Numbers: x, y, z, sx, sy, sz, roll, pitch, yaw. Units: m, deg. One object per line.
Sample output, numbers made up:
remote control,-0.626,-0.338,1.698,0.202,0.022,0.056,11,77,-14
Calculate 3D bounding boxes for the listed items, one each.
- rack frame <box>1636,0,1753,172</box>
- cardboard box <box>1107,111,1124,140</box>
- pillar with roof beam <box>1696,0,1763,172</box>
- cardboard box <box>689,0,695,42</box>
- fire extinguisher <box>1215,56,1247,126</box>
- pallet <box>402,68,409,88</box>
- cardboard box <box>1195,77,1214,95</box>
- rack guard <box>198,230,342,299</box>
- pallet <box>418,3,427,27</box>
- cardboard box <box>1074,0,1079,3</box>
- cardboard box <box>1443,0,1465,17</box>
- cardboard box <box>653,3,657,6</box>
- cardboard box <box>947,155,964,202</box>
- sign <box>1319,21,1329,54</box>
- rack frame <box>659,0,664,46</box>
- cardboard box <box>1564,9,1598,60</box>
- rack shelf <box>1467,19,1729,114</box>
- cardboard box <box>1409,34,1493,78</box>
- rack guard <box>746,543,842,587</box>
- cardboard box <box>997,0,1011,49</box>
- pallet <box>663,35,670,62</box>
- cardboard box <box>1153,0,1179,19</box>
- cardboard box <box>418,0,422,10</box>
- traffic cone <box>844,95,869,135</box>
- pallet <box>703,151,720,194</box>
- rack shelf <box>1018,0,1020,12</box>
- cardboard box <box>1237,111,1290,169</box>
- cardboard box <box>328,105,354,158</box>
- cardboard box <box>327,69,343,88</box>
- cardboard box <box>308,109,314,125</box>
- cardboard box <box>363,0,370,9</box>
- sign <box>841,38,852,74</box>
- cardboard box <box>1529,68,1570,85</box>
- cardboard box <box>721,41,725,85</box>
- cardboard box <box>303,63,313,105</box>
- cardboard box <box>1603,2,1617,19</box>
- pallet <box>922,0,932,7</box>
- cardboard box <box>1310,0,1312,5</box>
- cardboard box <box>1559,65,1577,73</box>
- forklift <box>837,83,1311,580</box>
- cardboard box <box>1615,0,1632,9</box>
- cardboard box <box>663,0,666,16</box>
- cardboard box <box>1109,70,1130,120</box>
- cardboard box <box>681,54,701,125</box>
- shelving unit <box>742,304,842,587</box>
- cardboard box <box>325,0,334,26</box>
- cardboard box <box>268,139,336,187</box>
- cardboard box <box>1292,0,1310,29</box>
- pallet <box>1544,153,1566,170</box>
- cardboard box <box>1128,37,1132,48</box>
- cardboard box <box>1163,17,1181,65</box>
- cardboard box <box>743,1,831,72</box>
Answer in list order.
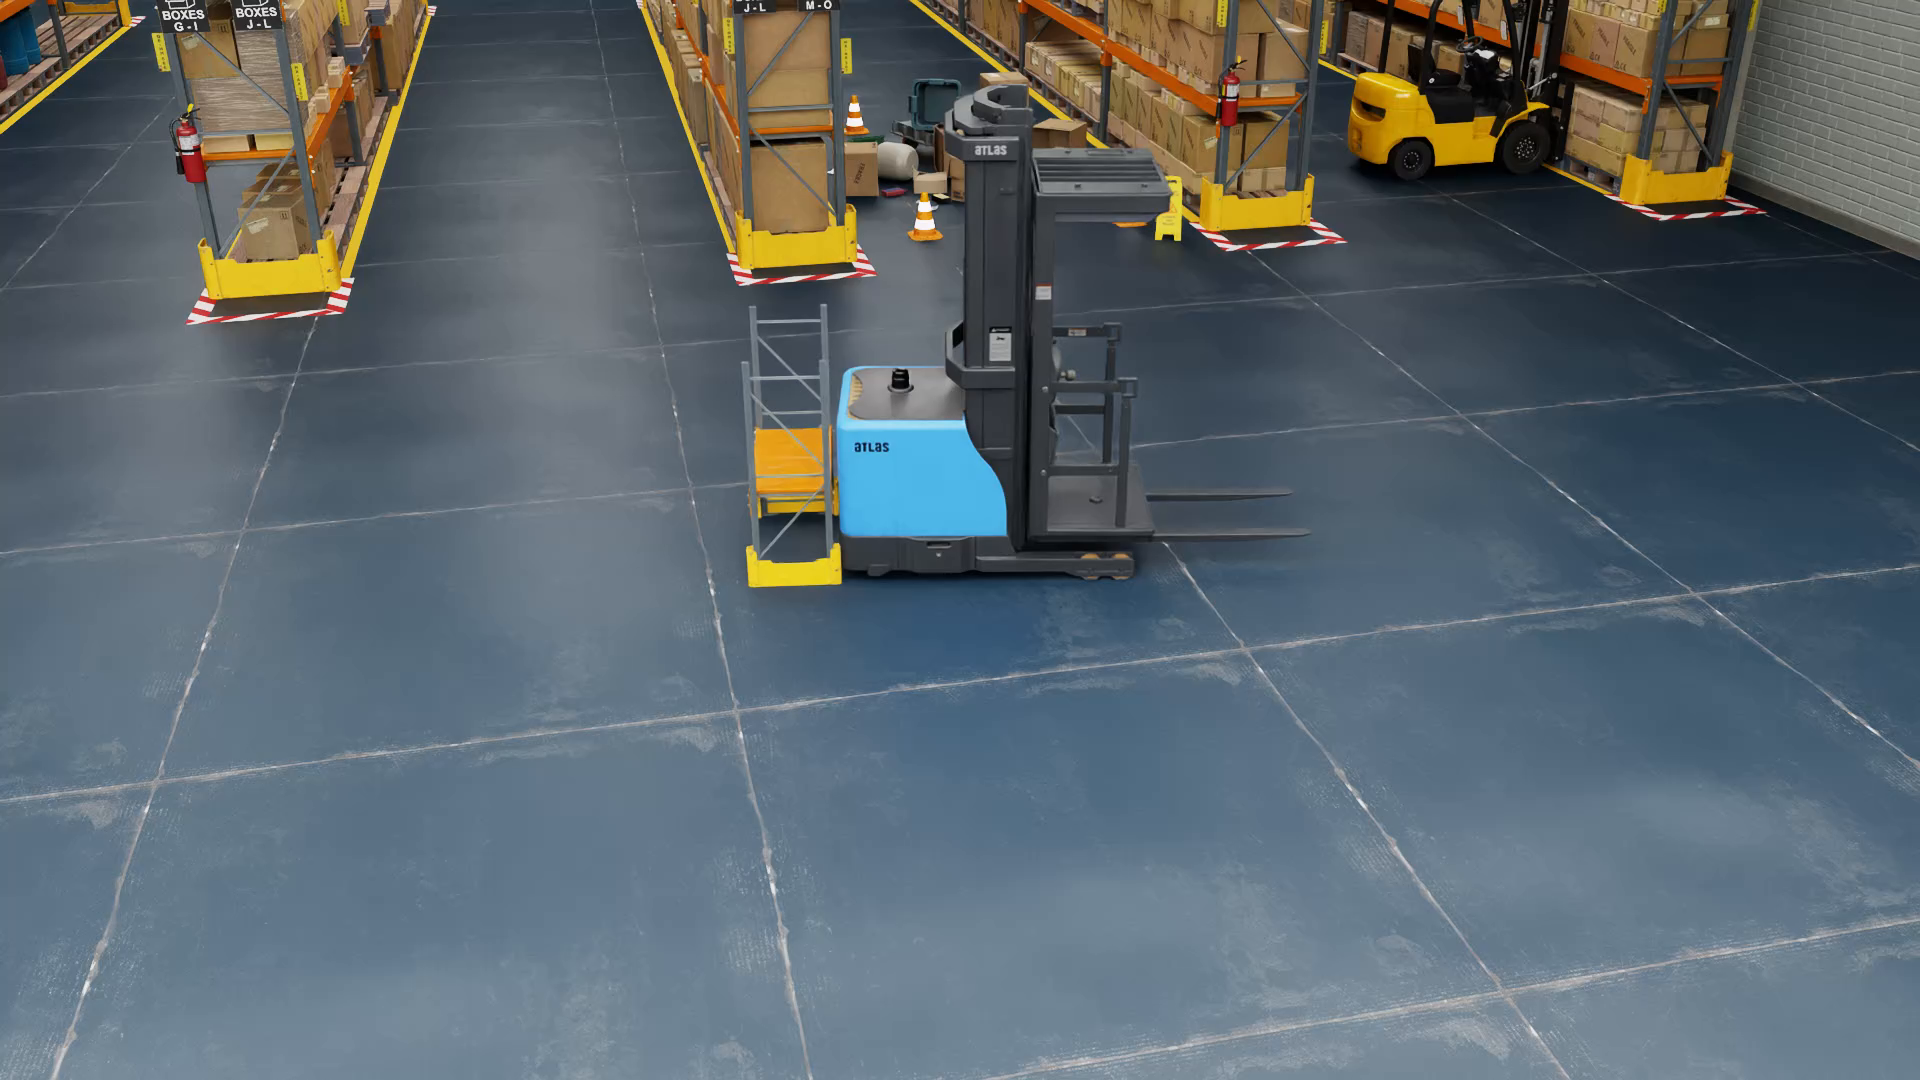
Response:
rack frame,8.007,-5.197,18.065,1.000,3.000,0.127,-6,27,-12
cardboard box,2.140,-5.121,20.500,0.500,0.250,0.500,-7,28,-14
pillar with roof beam,4.534,-7.836,16.634,9.100,9.000,0.400,-6,27,-12
cardboard box,-3.022,-6.369,20.275,0.500,0.500,0.500,-6,27,-12
fire extinguisher,2.748,-4.560,16.888,0.296,0.674,0.183,-6,27,-12
pallet,-8.662,-6.841,24.416,1.003,0.211,1.213,-6,27,-12
cardboard box,2.714,-4.822,17.600,0.380,0.149,0.250,-6,27,-12
rack guard,-6.501,-2.603,15.699,1.175,0.500,0.348,-6,27,-12
pallet,-9.833,-9.122,28.934,1.003,0.211,1.213,-6,27,-12
cardboard box,1.689,-7.060,21.567,0.380,0.149,0.250,-6,27,-11
cardboard box,6.737,-7.081,21.963,0.500,0.250,0.500,-5,27,-10
cardboard box,-5.066,-9.143,28.580,0.380,0.149,0.250,-6,27,-12
cardboard box,0.309,-4.091,18.644,0.637,0.503,0.797,19,32,32
sign,3.700,-5.133,16.977,0.100,0.325,0.005,-6,27,-12
rack frame,-4.333,-9.413,26.416,1.000,3.000,0.127,-6,27,-12
cardboard box,7.416,-5.885,19.316,0.500,0.500,0.500,-6,27,-13
rack shelf,7.556,-5.754,19.967,1.077,0.370,4.000,-6,27,-12
cardboard box,6.809,-6.650,23.113,0.875,0.625,0.625,-6,27,-12
rack guard,-1.046,0.159,10.504,0.587,0.250,0.087,-2,27,-3
cardboard box,1.097,-8.146,25.799,0.875,0.875,0.875,-6,27,-11
pallet,-4.156,-7.826,26.368,1.003,0.211,1.213,-6,27,-12
cardboard box,2.522,-5.954,18.013,0.700,0.500,0.500,-6,27,-12
cardboard box,-9.867,-9.676,28.829,0.875,0.875,0.875,-6,27,-12
traffic cone,-1.361,-5.510,21.500,0.336,0.463,0.334,-6,27,-12
pallet,-2.435,-4.314,19.410,1.003,0.211,1.213,-6,27,-12
rack shelf,0.918,-8.761,25.923,1.077,0.370,4.000,-6,27,-12
cardboard box,3.253,-4.379,18.197,0.500,0.500,0.500,-7,28,-13
cardboard box,-7.502,-4.794,19.551,0.700,0.500,0.500,-8,28,-16
cardboard box,-6.840,-4.940,17.833,0.380,0.149,0.250,-6,27,-12
cardboard box,-6.471,-4.053,16.077,0.380,0.149,0.250,-6,27,-12
cardboard box,-7.902,-6.962,20.983,0.700,0.500,0.500,-2,27,-4
sign,-1.086,-4.620,15.873,0.100,0.325,0.005,-6,27,-12
cardboard box,7.137,-5.673,20.483,0.500,0.250,0.500,-5,27,-10
cardboard box,-2.065,-5.096,17.698,0.875,0.550,0.500,-6,27,-12
cardboard box,-6.881,-4.538,16.318,0.875,0.500,0.500,-6,27,-12
cardboard box,7.526,-5.995,18.814,0.380,0.149,0.250,-6,27,-12
pallet,-0.178,-10.128,30.928,1.003,0.211,1.213,-6,27,-12
cardboard box,5.738,-8.499,26.193,0.380,0.149,0.250,-7,28,-13
cardboard box,7.634,-5.719,20.574,0.500,0.250,0.500,-6,27,-11
forklift,0.740,-1.292,10.403,3.031,2.935,1.130,0,27,-1
cardboard box,7.550,-6.018,18.529,0.380,0.149,0.250,-5,27,-10
cardboard box,-4.301,-8.234,25.558,0.500,0.250,0.500,-5,27,-10
cardboard box,2.140,-5.456,20.331,0.500,0.500,0.500,-5,27,-9
cardboard box,-2.971,-5.771,21.232,1.050,0.750,0.750,-6,27,-12
shelving unit,-1.080,-0.623,10.666,0.587,1.500,1.083,-2,27,-3
cardboard box,-6.901,-5.676,17.463,0.500,0.500,0.500,-6,27,-12
cardboard box,-7.197,-4.083,18.164,0.500,0.500,0.500,2,27,5
cardboard box,5.676,-8.395,26.708,0.500,0.500,0.500,-5,27,-9
pallet,7.522,-4.819,20.409,1.003,0.211,1.213,-6,27,-12
cardboard box,2.226,-5.946,19.826,0.380,0.149,0.250,-6,27,-12
cardboard box,2.563,-5.520,18.262,0.500,0.500,0.500,-6,27,-12
cardboard box,-1.674,-4.861,16.033,0.875,0.550,0.550,-6,27,-12
